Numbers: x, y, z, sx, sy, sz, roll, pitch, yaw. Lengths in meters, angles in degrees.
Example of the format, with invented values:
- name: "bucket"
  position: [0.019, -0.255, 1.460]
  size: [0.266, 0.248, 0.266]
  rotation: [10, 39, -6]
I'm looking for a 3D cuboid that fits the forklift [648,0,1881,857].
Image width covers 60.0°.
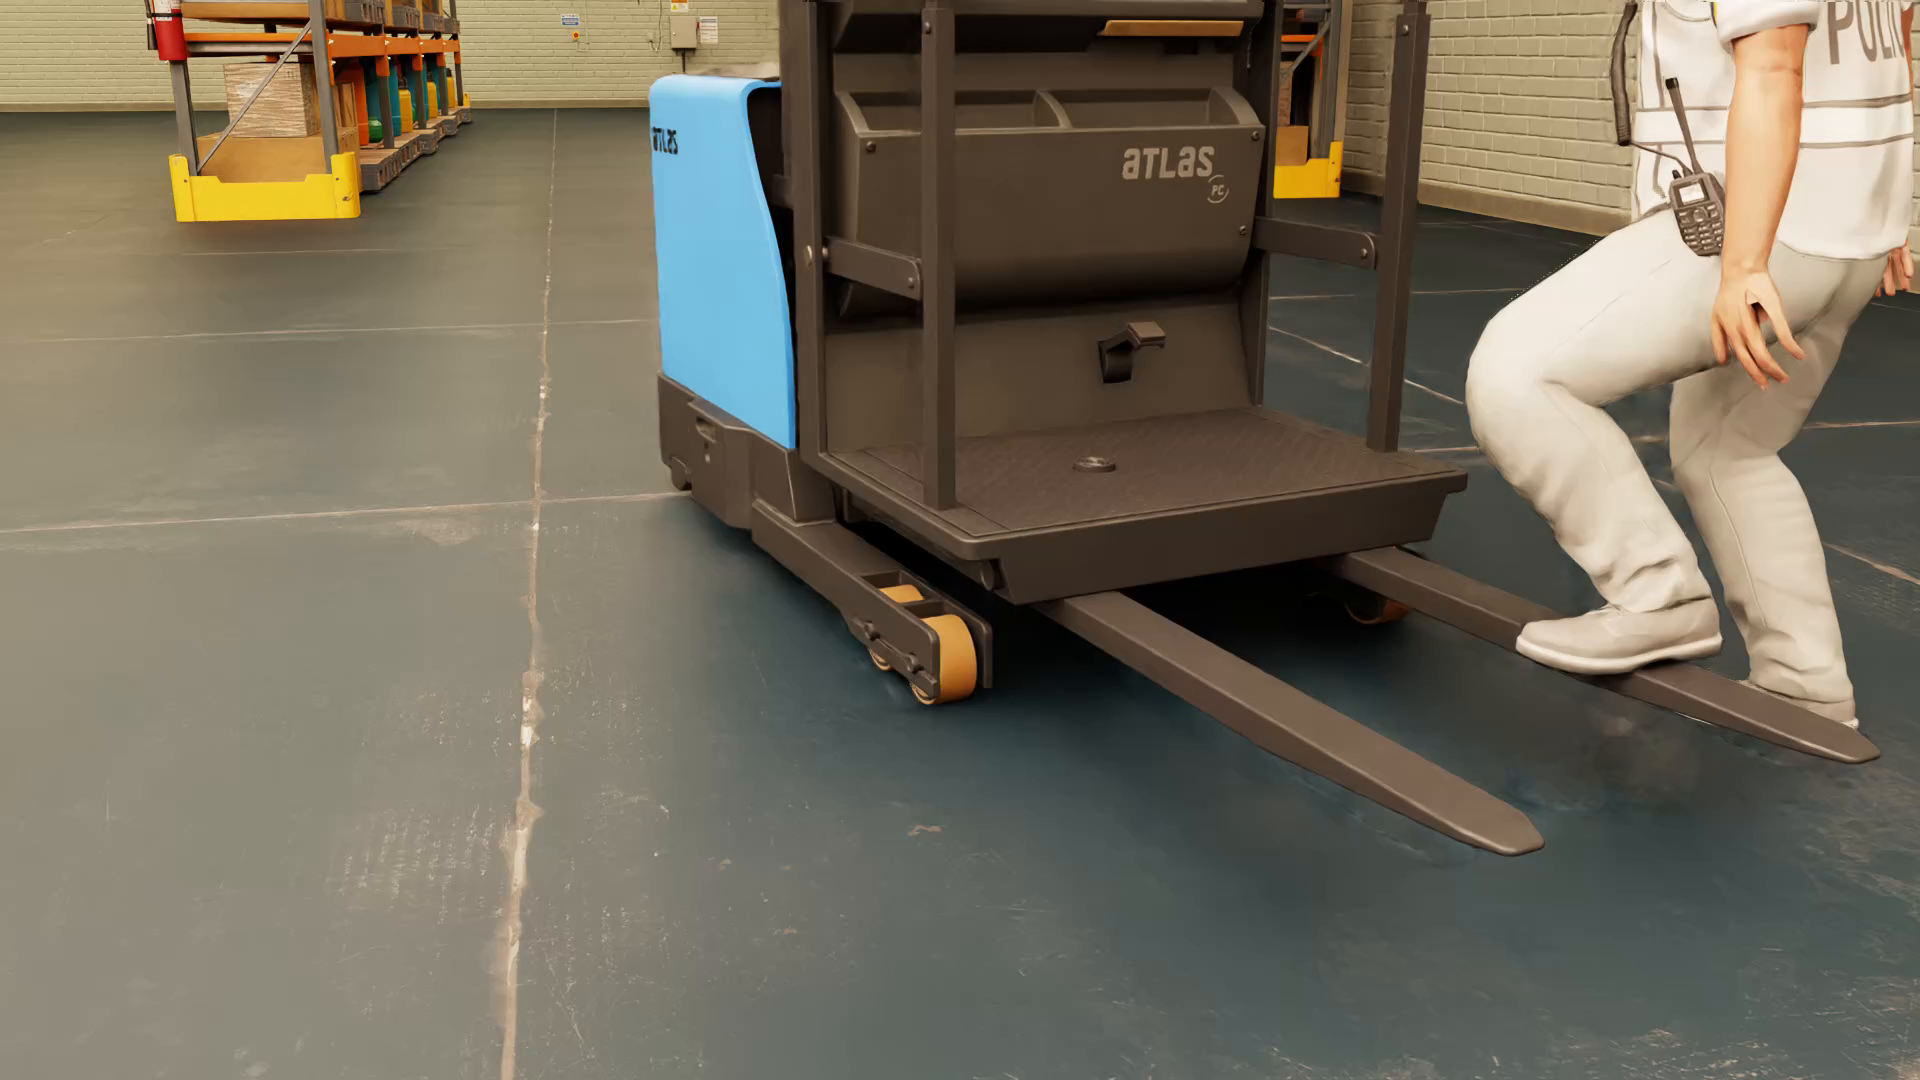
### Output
- name: "forklift"
  position: [0.291, -1.248, 3.067]
  size: [1.130, 2.935, 3.031]
  rotation: [-8, 18, -25]

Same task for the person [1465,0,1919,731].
- name: "person"
  position: [1.222, -0.469, 2.644]
  size: [0.513, 1.722, 0.889]
  rotation: [15, 22, 41]
